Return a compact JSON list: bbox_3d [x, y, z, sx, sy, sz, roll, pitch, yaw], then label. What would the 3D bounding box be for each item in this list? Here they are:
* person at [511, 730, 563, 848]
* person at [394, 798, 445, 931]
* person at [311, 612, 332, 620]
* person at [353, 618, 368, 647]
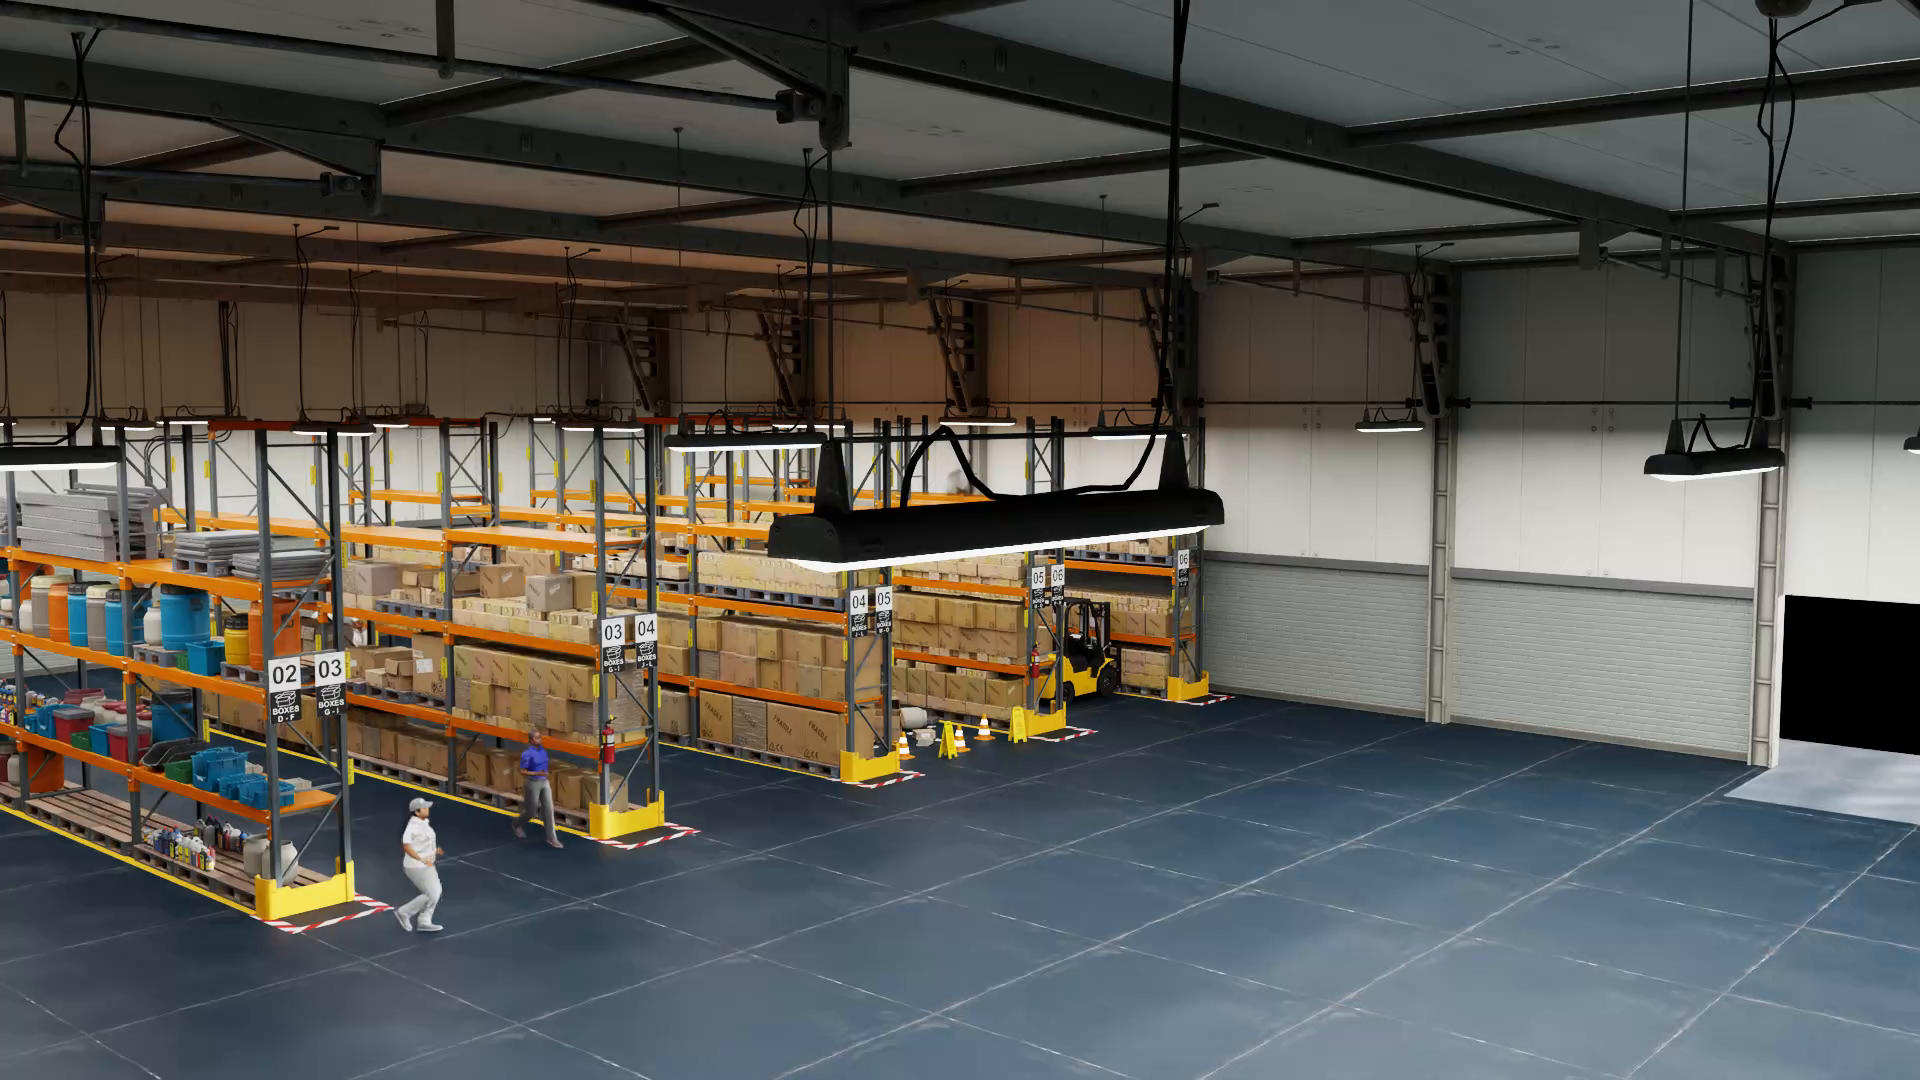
[{"bbox_3d":[-6.035,3.523,23.677,0.923,1.657,0.579,3,6,33],"label":"person"},{"bbox_3d":[-6.449,3.874,19.818,0.560,1.624,0.632,-1,5,-11],"label":"person"},{"bbox_3d":[-14.699,2.300,38.451,0.755,1.786,0.756,1,5,8],"label":"person"},{"bbox_3d":[-12.875,2.494,35.610,0.669,1.781,0.951,-5,7,-44],"label":"person"}]
